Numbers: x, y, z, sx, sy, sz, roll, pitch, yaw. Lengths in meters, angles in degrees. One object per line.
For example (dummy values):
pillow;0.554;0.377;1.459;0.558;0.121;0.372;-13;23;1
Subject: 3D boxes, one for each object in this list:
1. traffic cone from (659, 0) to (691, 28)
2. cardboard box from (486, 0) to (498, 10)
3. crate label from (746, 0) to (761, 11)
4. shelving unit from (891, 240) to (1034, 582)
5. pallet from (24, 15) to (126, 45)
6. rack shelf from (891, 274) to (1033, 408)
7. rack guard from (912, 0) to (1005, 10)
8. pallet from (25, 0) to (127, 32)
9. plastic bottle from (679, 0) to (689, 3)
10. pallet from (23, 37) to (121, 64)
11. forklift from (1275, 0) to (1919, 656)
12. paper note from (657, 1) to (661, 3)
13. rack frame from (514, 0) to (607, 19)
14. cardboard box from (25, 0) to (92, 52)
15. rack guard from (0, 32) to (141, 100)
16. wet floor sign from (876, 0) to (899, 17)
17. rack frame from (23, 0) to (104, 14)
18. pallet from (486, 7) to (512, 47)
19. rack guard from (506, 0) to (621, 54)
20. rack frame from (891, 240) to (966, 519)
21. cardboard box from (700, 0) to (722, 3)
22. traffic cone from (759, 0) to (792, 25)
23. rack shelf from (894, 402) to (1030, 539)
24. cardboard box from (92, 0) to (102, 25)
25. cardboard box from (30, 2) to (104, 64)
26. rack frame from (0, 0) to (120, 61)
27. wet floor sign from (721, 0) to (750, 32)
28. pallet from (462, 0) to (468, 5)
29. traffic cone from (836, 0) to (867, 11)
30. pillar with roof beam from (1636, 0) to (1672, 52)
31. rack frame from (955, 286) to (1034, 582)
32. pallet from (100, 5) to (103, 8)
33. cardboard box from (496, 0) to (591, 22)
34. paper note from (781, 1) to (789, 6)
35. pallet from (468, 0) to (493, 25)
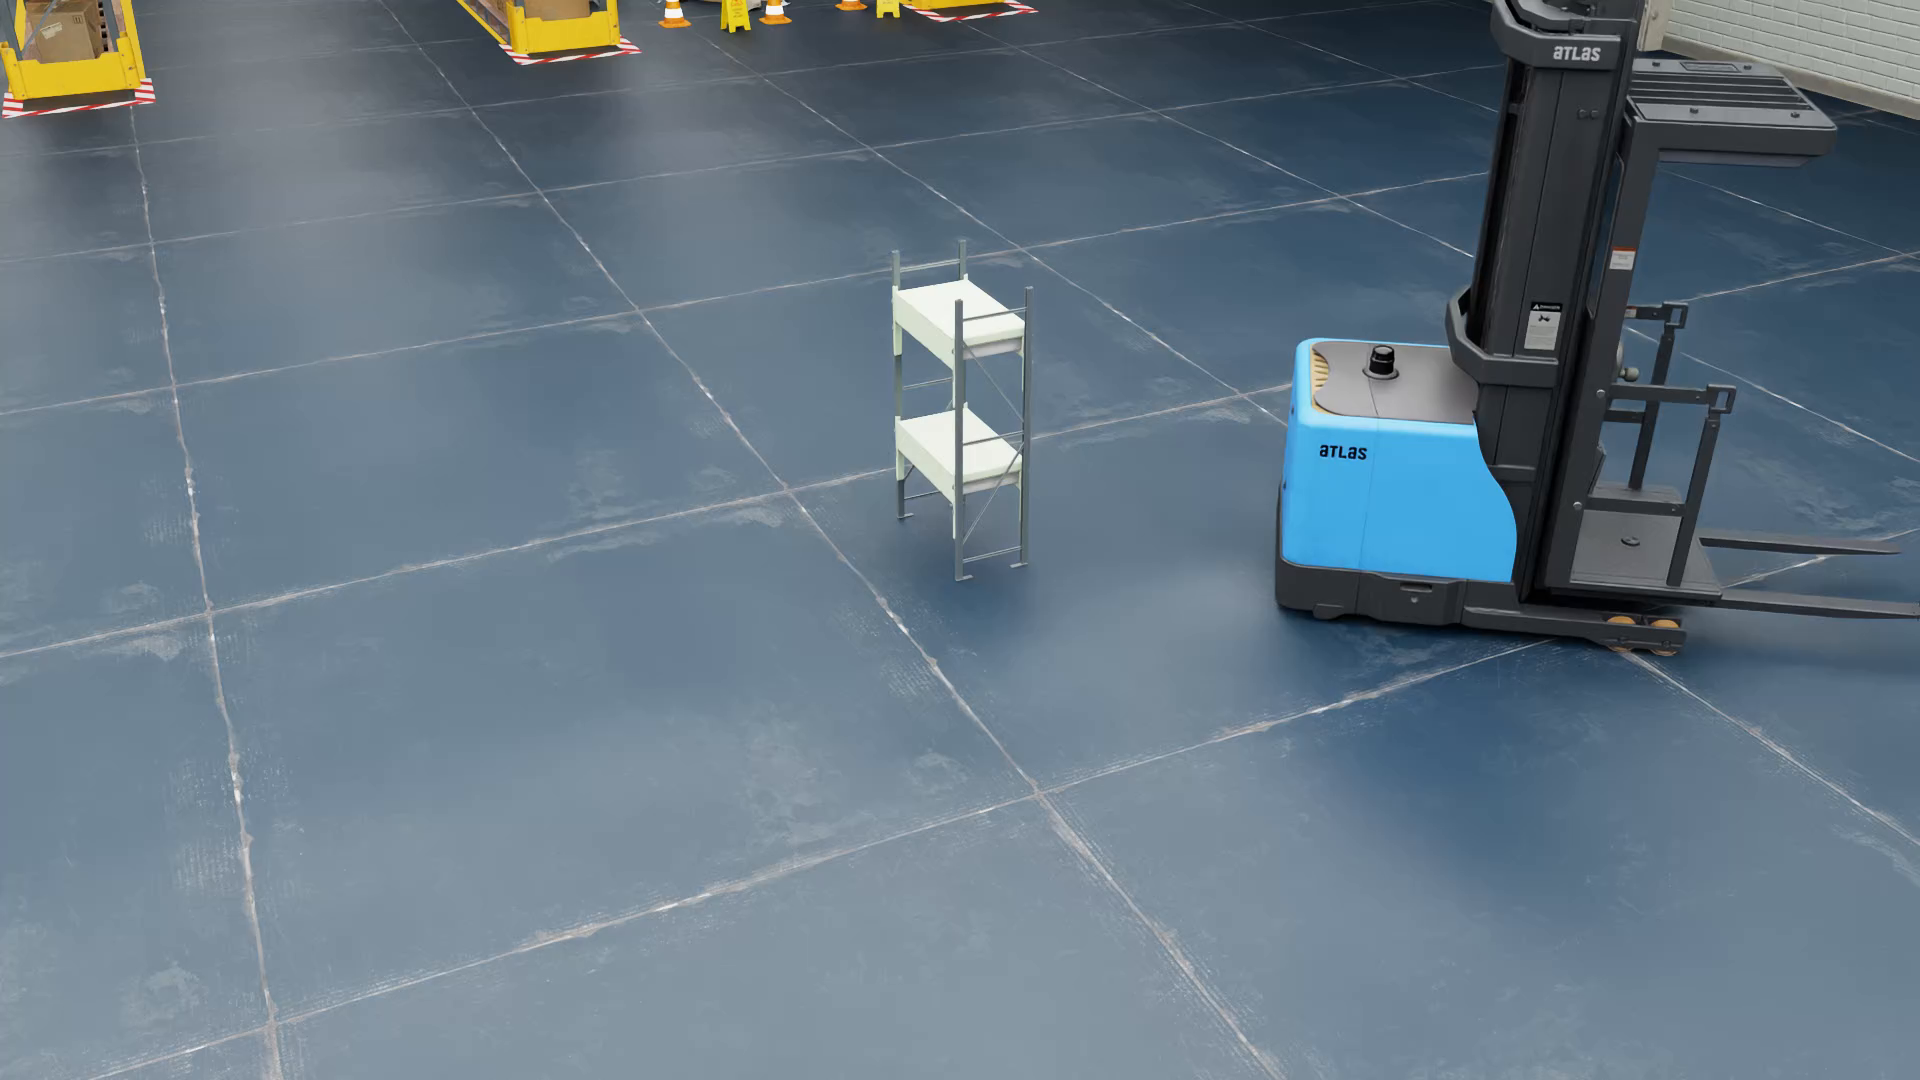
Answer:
traffic cone;-3.357;-6.272;19.462;0.336;0.463;0.334;-13;32;-22
cardboard box;-5.141;-6.776;19.510;0.875;0.875;0.875;-14;32;-23
crate label;-2.583;-6.551;20.293;0.298;0.136;0.250;19;34;30
shelving unit;0.003;-0.651;8.378;0.431;1.500;0.755;-13;32;-22
pallet;-9.803;-5.571;18.468;1.003;0.211;1.213;-13;32;-22
rack shelf;0.003;-0.992;8.187;0.431;0.370;0.720;-13;32;-22
rack guard;-0.016;-6.873;20.496;1.175;0.500;0.348;-13;32;-22
pallet;-10.331;-6.110;19.431;1.003;0.211;1.213;-13;32;-22
plastic bottle;-3.517;-6.765;20.752;0.283;0.061;0.133;26;38;38
pallet;-9.284;-5.032;17.509;1.003;0.211;1.213;-13;32;-22
forklift;3.102;-1.018;7.568;3.031;2.935;1.130;5;30;8
paper note;-3.738;-6.695;20.679;0.032;0.001;0.123;2;29;4
rack frame;-4.411;-6.846;17.891;1.000;3.000;0.127;-13;32;-22
cardboard box;-9.475;-5.478;17.578;0.500;0.500;0.500;-5;30;-9
rack guard;-8.967;-4.792;16.785;1.175;0.500;0.348;-13;32;-22
wet floor sign;-0.869;-6.594;19.850;0.267;0.644;0.232;-3;29;-5
rack frame;-10.651;-7.616;19.265;1.000;3.000;0.127;-13;32;-22
pallet;-4.825;-5.966;19.174;1.003;0.211;1.213;-13;32;-22
rack guard;-4.401;-5.745;18.484;1.175;0.500;0.348;-13;32;-22
rack frame;-0.154;-0.813;8.666;0.400;1.500;0.023;-13;32;-22
cardboard box;-3.024;-7.085;20.871;0.637;0.503;0.797;13;32;21
traffic cone;-2.190;-6.359;19.617;0.336;0.463;0.334;-13;32;-22
rack shelf;0.003;-0.367;8.537;0.431;0.370;0.720;-13;32;-22
cardboard box;-9.925;-6.014;18.535;0.500;0.500;0.500;-16;33;-26
cardboard box;-9.187;-5.221;17.120;0.500;0.500;0.500;-7;30;-13
rack frame;-8.934;-5.849;16.114;1.000;3.000;0.127;-13;32;-22
wet floor sign;-2.610;-6.222;19.186;0.267;0.644;0.232;-19;35;-30
pallet;-5.872;-7.044;21.096;1.003;0.211;1.213;-13;32;-22
traffic cone;-1.333;-6.742;20.300;0.336;0.463;0.334;-13;32;-22
pillar with roof beam;3.700;-8.533;14.766;9.100;9.000;0.400;-13;32;-22
rack frame;0.160;-0.490;8.090;0.400;1.500;0.023;-13;32;-22
pallet;-10.987;-6.743;20.559;1.003;0.211;1.213;-13;32;-22
cardboard box;-4.762;-6.388;18.818;0.875;0.875;0.875;-13;32;-22
paper note;-2.187;-6.634;20.550;0.142;0.019;0.148;26;38;38
pallet;-5.345;-6.504;20.134;1.003;0.211;1.213;-13;32;-22
